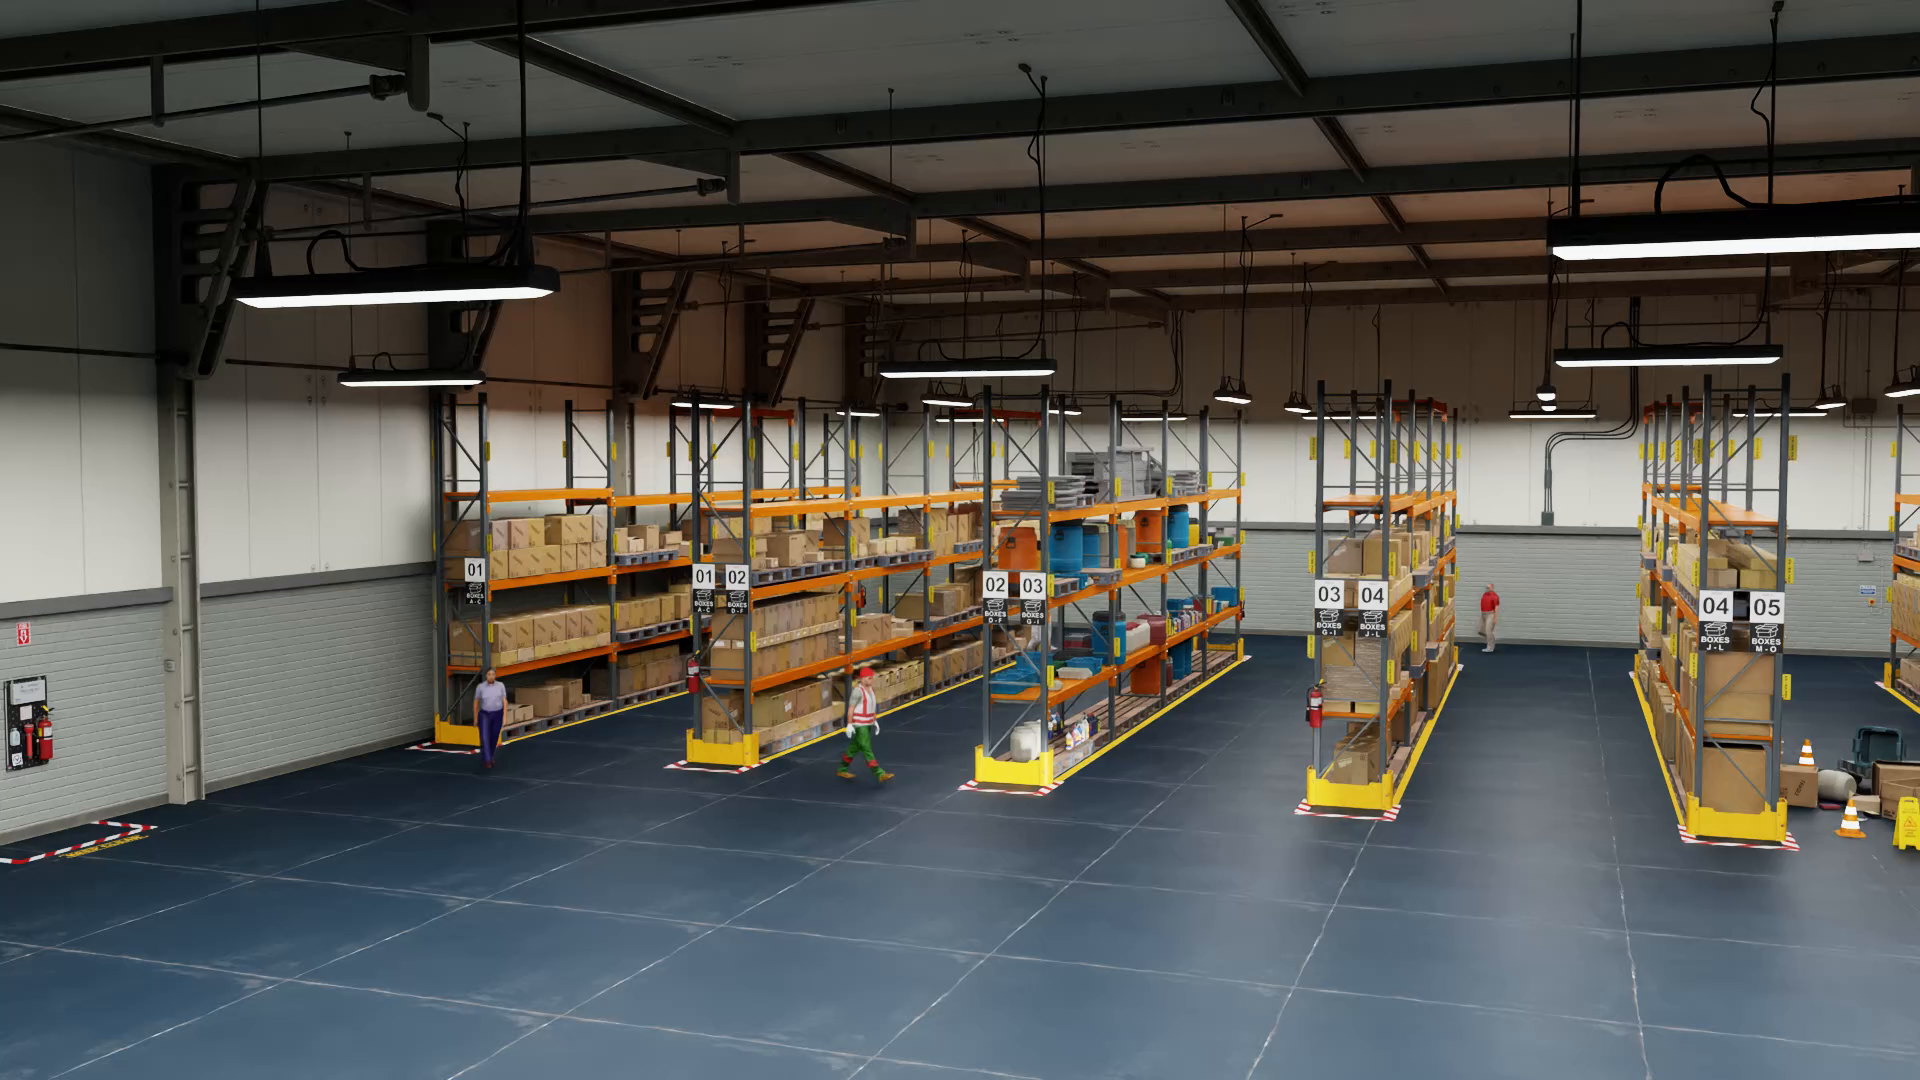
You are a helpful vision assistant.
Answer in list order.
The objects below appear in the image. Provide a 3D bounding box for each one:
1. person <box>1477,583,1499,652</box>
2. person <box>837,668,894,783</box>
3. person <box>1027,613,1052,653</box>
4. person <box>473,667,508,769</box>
[{"bbox_3d":[13.209,1.915,41.418,0.574,1.711,0.562,-2,3,-26],"label":"person"},{"bbox_3d":[-1.399,2.779,25.100,1.090,1.712,0.569,1,3,22],"label":"person"},{"bbox_3d":[1.755,2.083,36.118,0.530,1.634,1.018,1,3,24],"label":"person"},{"bbox_3d":[-7.367,2.789,26.135,0.535,1.589,1.016,-2,4,-34],"label":"person"}]
